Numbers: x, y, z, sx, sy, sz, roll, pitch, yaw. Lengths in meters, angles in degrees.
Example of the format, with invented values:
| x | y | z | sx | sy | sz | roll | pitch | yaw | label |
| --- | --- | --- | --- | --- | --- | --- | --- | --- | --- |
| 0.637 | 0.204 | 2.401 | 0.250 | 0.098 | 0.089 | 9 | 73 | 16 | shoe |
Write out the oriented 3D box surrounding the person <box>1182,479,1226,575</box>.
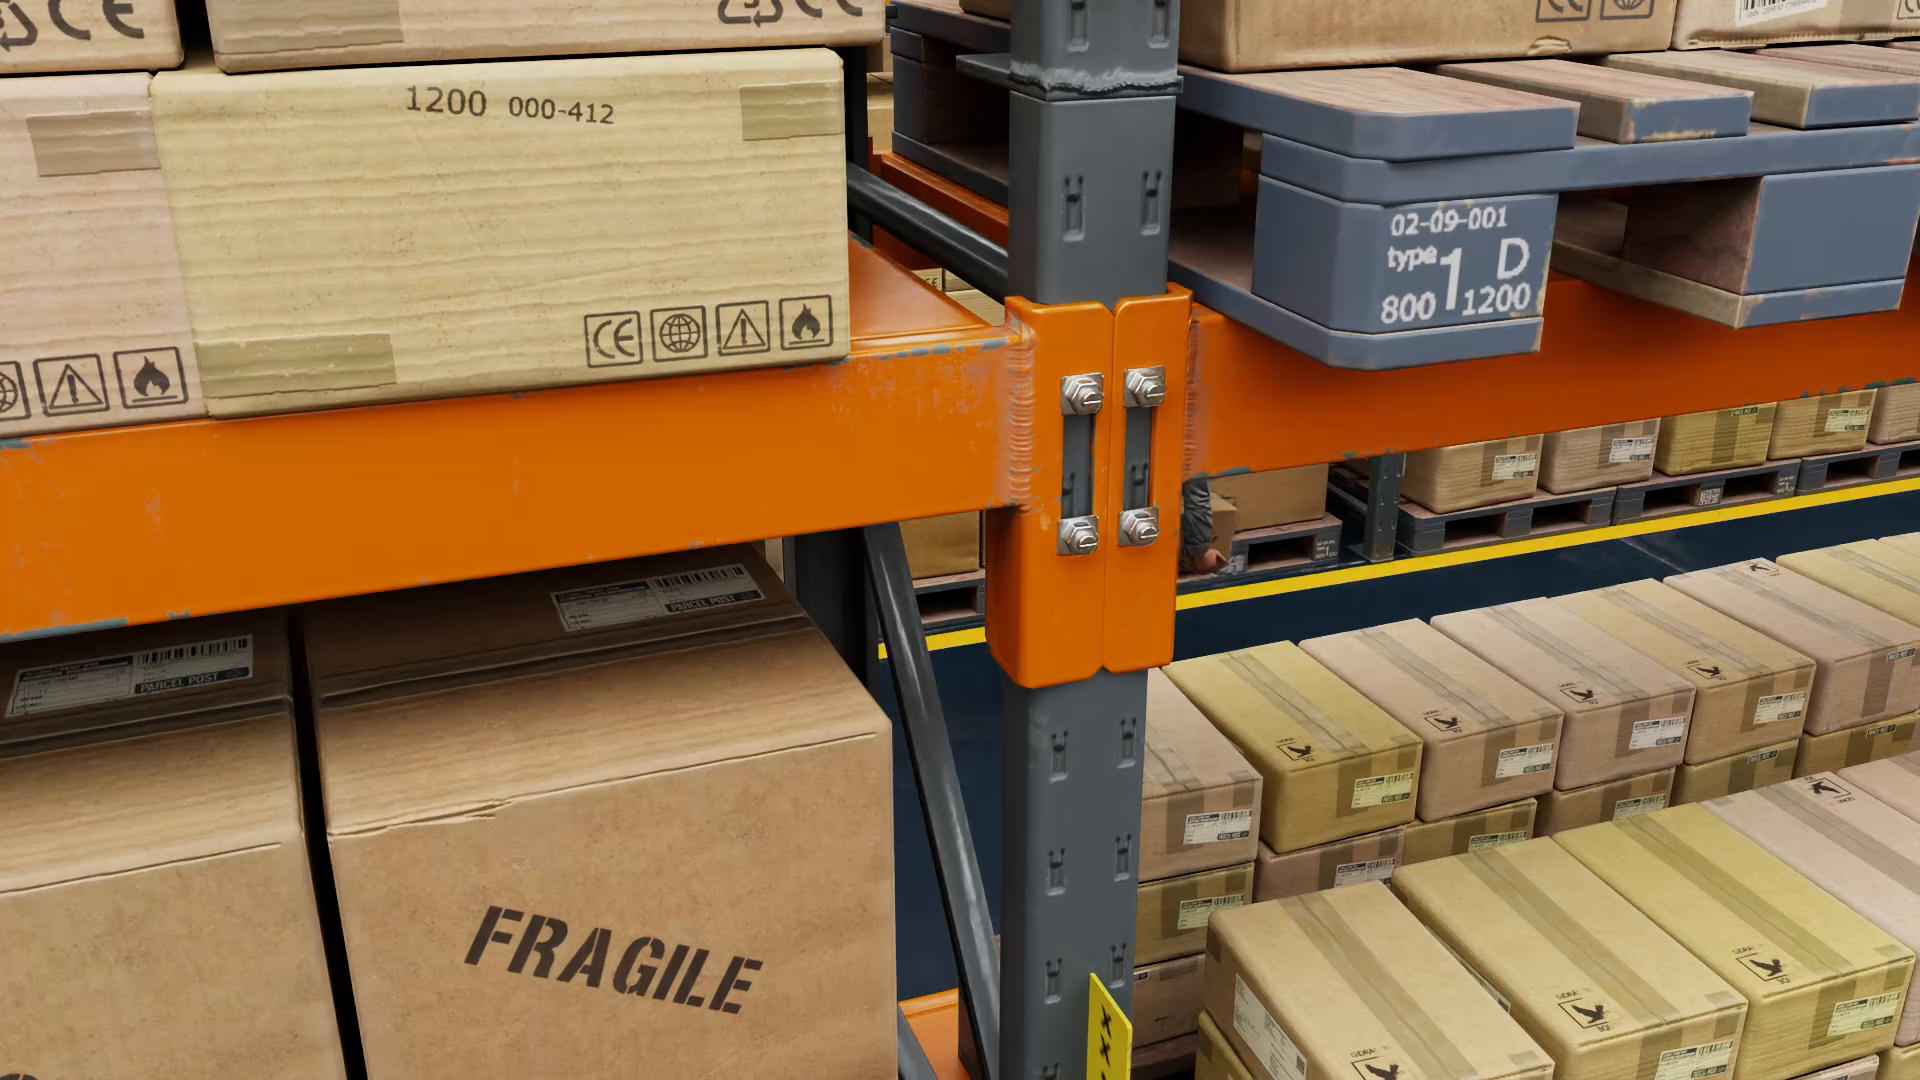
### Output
| x | y | z | sx | sy | sz | roll | pitch | yaw | label |
| --- | --- | --- | --- | --- | --- | --- | --- | --- | --- |
| 0.736 | -0.034 | 6.531 | 0.796 | 1.481 | 0.472 | -9 | 24 | -20 | person |
